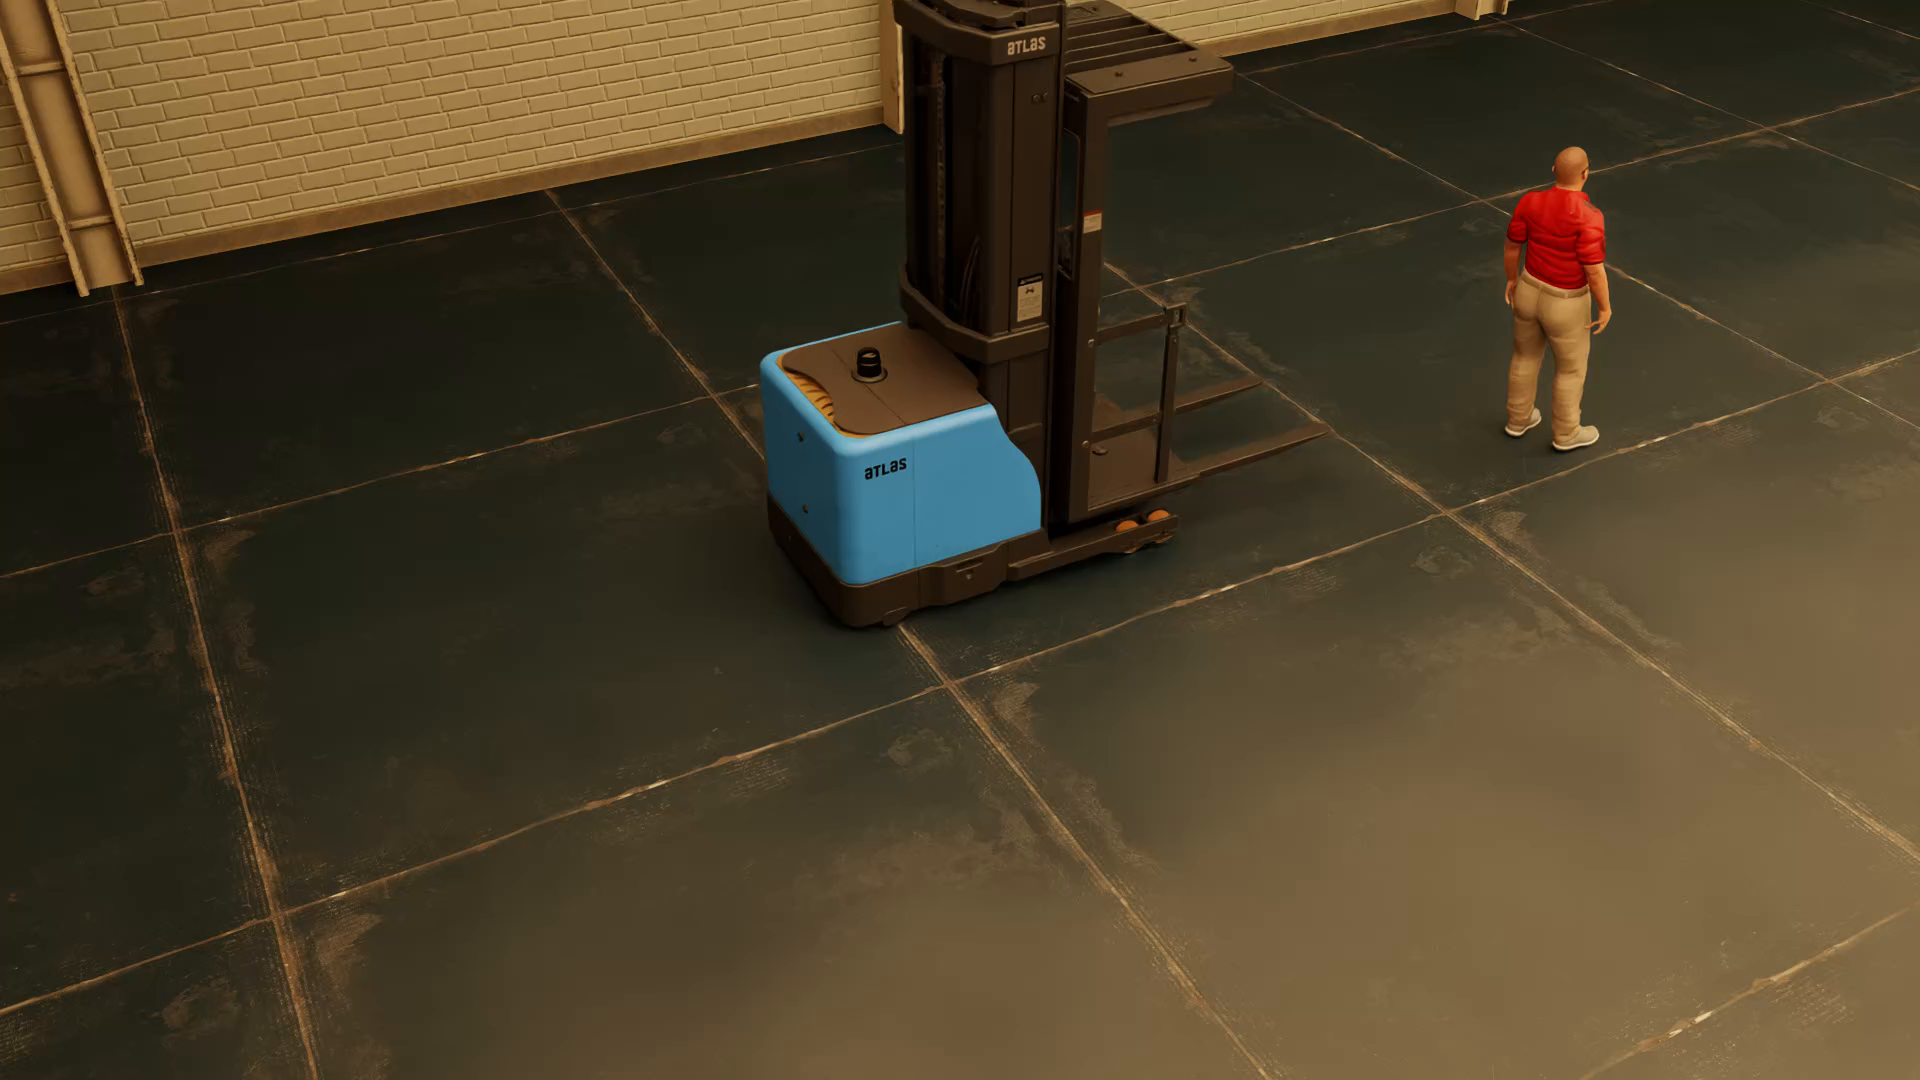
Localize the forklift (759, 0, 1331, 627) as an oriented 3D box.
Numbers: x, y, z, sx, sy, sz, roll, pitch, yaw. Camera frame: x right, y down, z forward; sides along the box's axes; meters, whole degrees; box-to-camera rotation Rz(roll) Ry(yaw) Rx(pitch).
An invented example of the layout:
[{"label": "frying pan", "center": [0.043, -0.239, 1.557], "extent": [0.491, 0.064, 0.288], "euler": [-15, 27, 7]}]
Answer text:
[{"label": "forklift", "center": [0.553, -1.381, 8.077], "extent": [3.031, 2.935, 1.130], "euler": [-17, 39, -23]}]

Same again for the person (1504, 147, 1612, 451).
[{"label": "person", "center": [3.269, -1.322, 9.031], "extent": [0.530, 1.735, 0.628], "euler": [-25, 42, -31]}]
